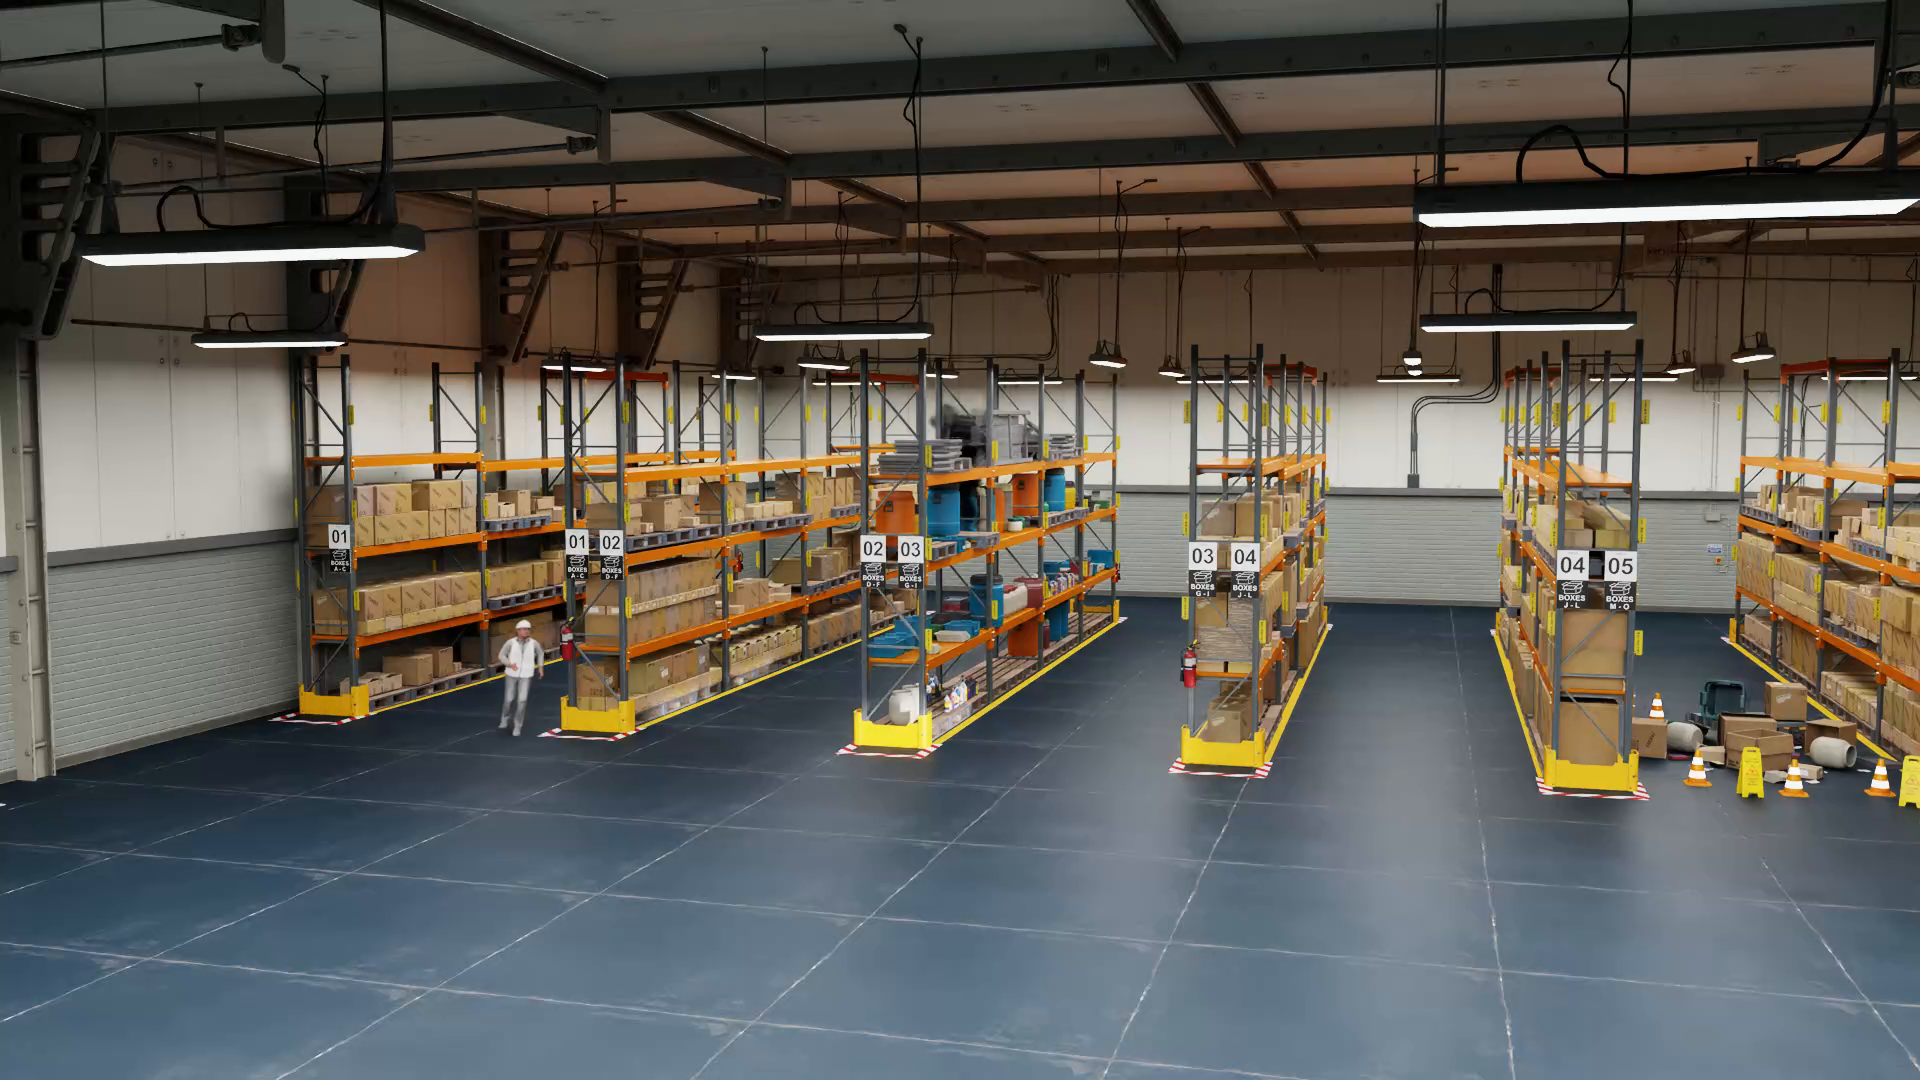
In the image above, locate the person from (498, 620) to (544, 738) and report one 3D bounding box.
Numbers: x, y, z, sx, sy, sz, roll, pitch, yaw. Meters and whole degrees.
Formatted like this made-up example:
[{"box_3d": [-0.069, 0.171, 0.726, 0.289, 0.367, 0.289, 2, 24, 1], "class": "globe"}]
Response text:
[{"box_3d": [-6.904, 2.160, 26.190, 0.712, 1.793, 0.800, -1, 5, -18], "class": "person"}]
